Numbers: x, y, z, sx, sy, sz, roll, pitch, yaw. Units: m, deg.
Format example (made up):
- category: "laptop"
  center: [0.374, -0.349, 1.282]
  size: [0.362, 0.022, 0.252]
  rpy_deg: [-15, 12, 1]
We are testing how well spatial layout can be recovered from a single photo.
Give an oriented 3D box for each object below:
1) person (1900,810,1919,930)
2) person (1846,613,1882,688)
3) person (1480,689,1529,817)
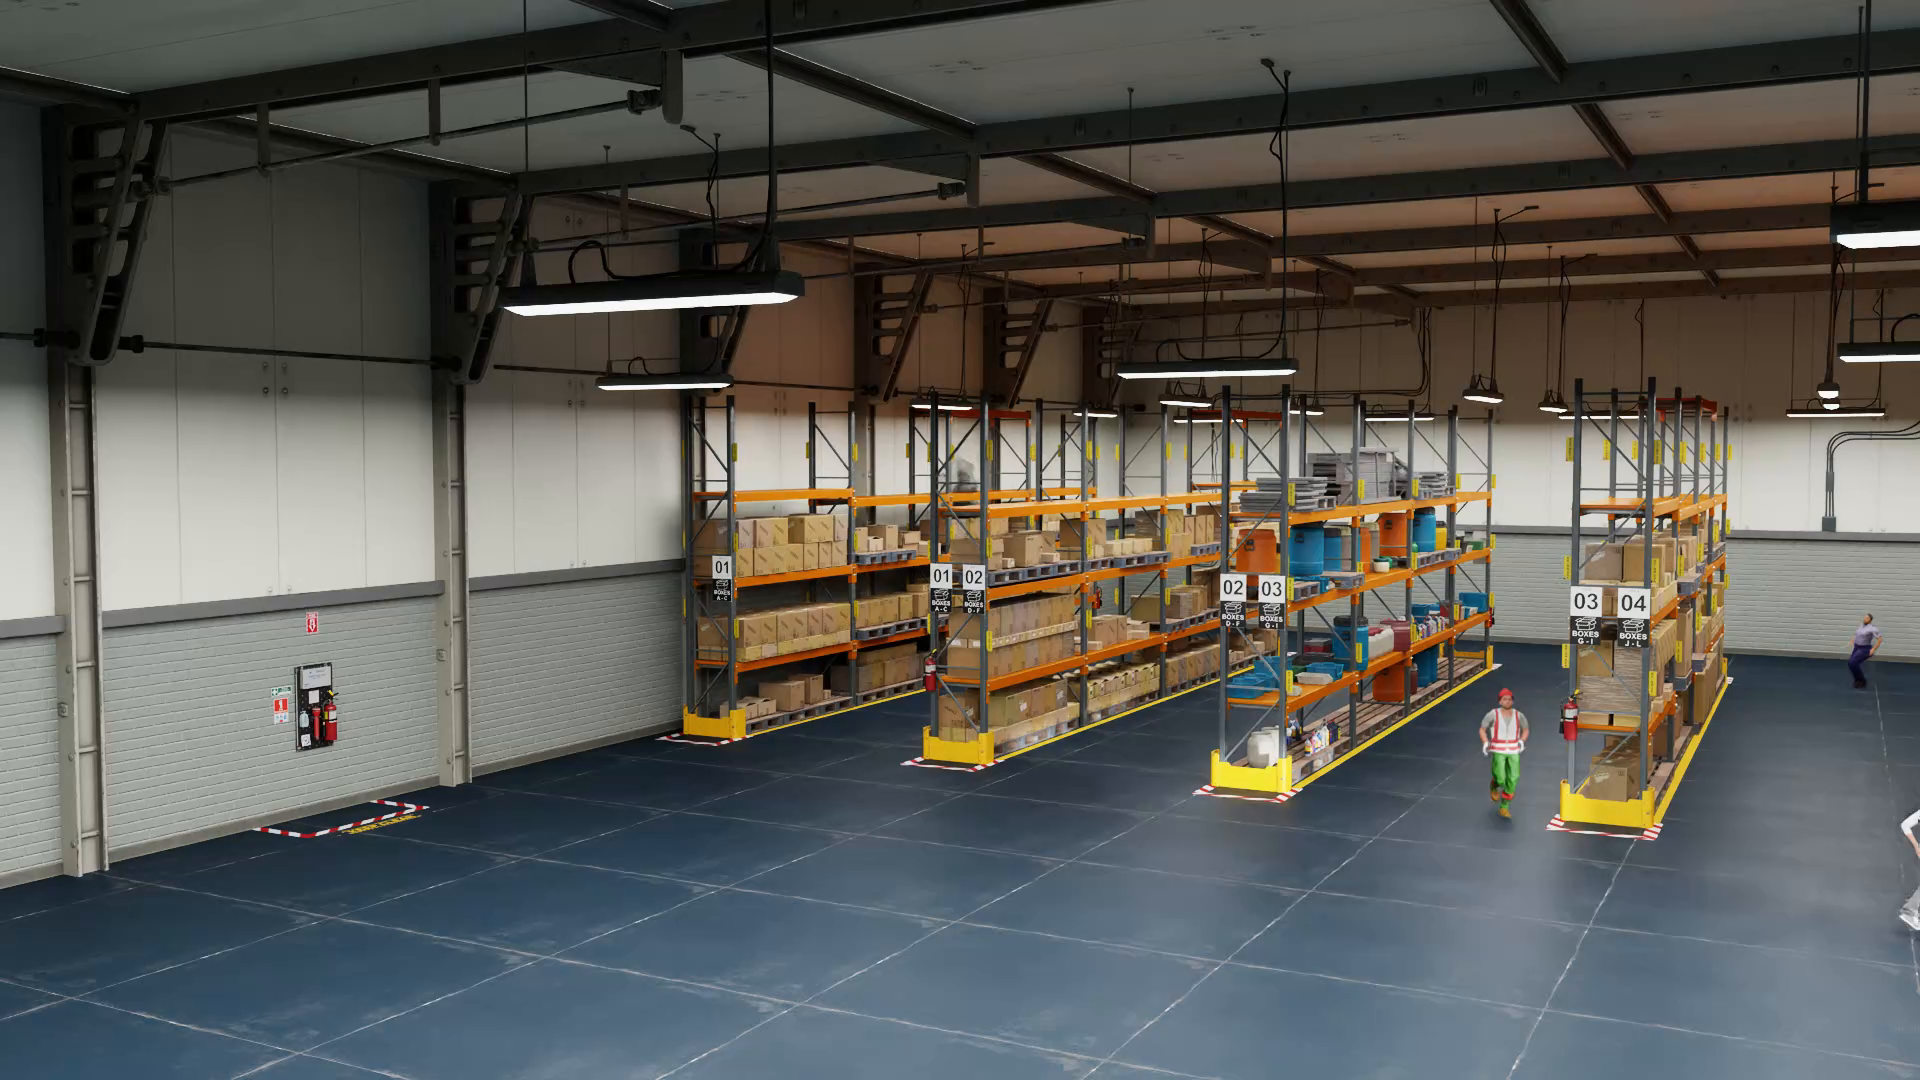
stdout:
- category: "person"
  center: [9.977, 3.300, 17.011]
  size: [0.507, 1.646, 0.728]
  rpy_deg: [-2, 4, -32]
- category: "person"
  center: [19.106, 2.360, 35.279]
  size: [0.564, 1.612, 0.658]
  rpy_deg: [0, 3, -4]
- category: "person"
  center: [7.531, 2.929, 22.972]
  size: [0.657, 1.743, 0.605]
  rpy_deg: [0, 3, 8]
